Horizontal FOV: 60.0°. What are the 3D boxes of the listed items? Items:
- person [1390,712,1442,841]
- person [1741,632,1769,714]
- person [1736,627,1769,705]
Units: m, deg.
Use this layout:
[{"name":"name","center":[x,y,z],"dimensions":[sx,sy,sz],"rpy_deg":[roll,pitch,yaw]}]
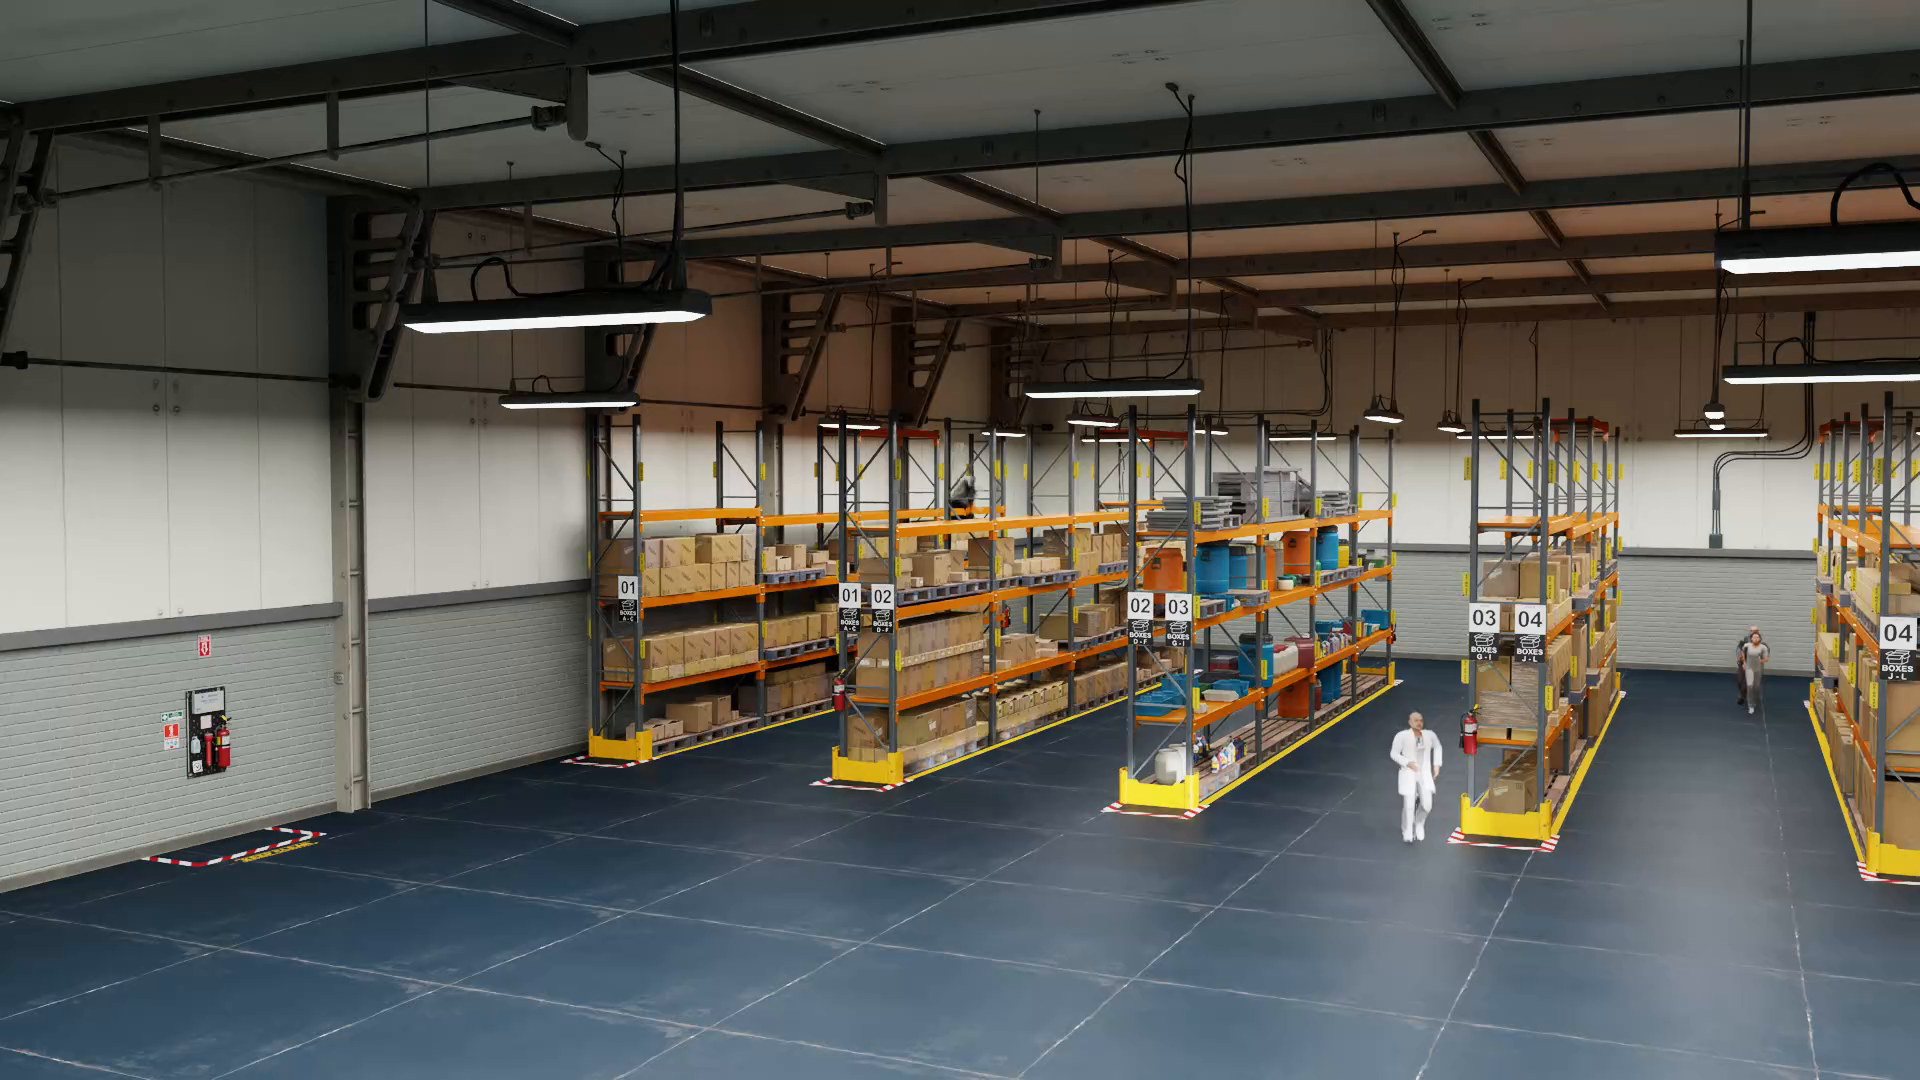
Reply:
[{"name":"person","center":[6.183,3.202,22.445],"dimensions":[0.742,1.751,0.690],"rpy_deg":[0,2,-1]},{"name":"person","center":[16.584,2.748,34.699],"dimensions":[0.494,1.699,0.892],"rpy_deg":[1,2,19]},{"name":"person","center":[17.059,2.699,35.841],"dimensions":[0.696,1.680,0.667],"rpy_deg":[2,3,42]}]
